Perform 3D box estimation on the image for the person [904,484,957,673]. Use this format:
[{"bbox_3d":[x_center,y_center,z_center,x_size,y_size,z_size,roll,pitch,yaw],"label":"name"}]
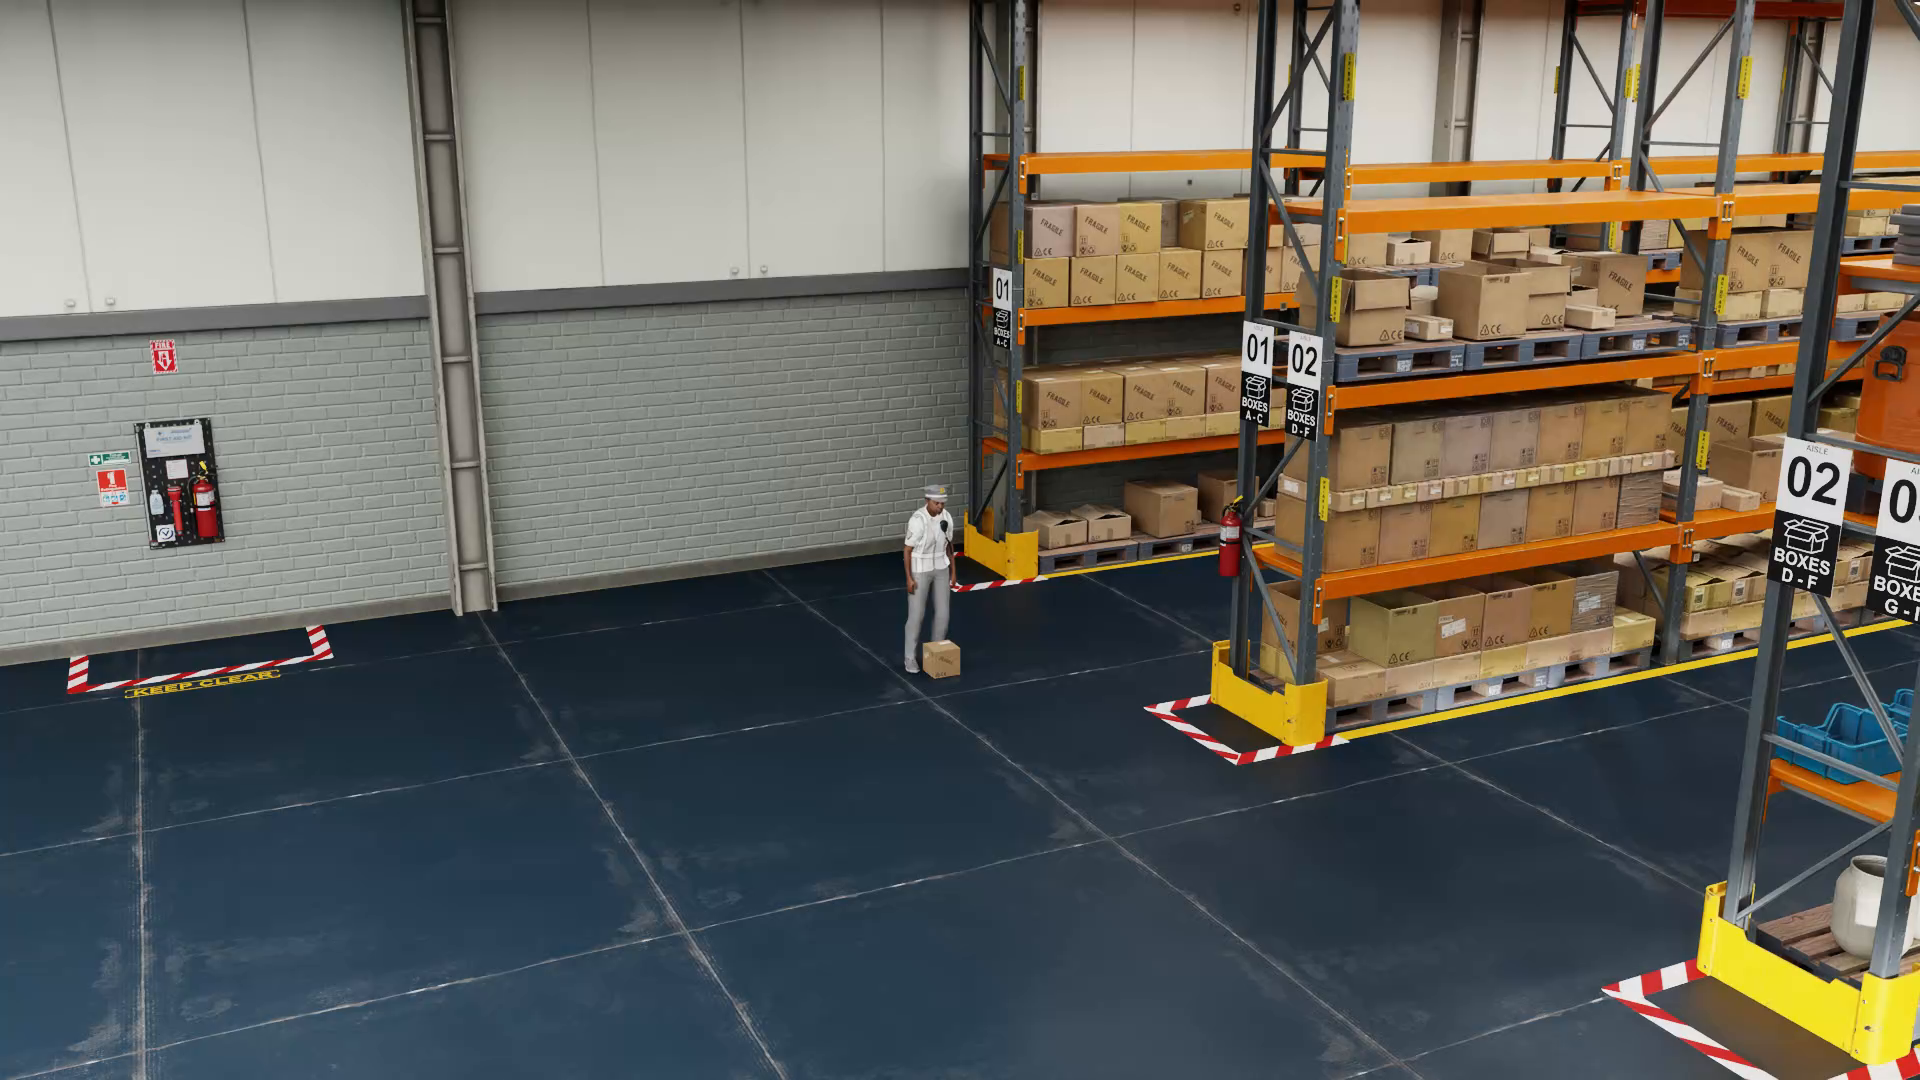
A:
[{"bbox_3d":[-0.272,0.310,14.625,0.532,1.664,0.391,-8,17,-28],"label":"person"}]
